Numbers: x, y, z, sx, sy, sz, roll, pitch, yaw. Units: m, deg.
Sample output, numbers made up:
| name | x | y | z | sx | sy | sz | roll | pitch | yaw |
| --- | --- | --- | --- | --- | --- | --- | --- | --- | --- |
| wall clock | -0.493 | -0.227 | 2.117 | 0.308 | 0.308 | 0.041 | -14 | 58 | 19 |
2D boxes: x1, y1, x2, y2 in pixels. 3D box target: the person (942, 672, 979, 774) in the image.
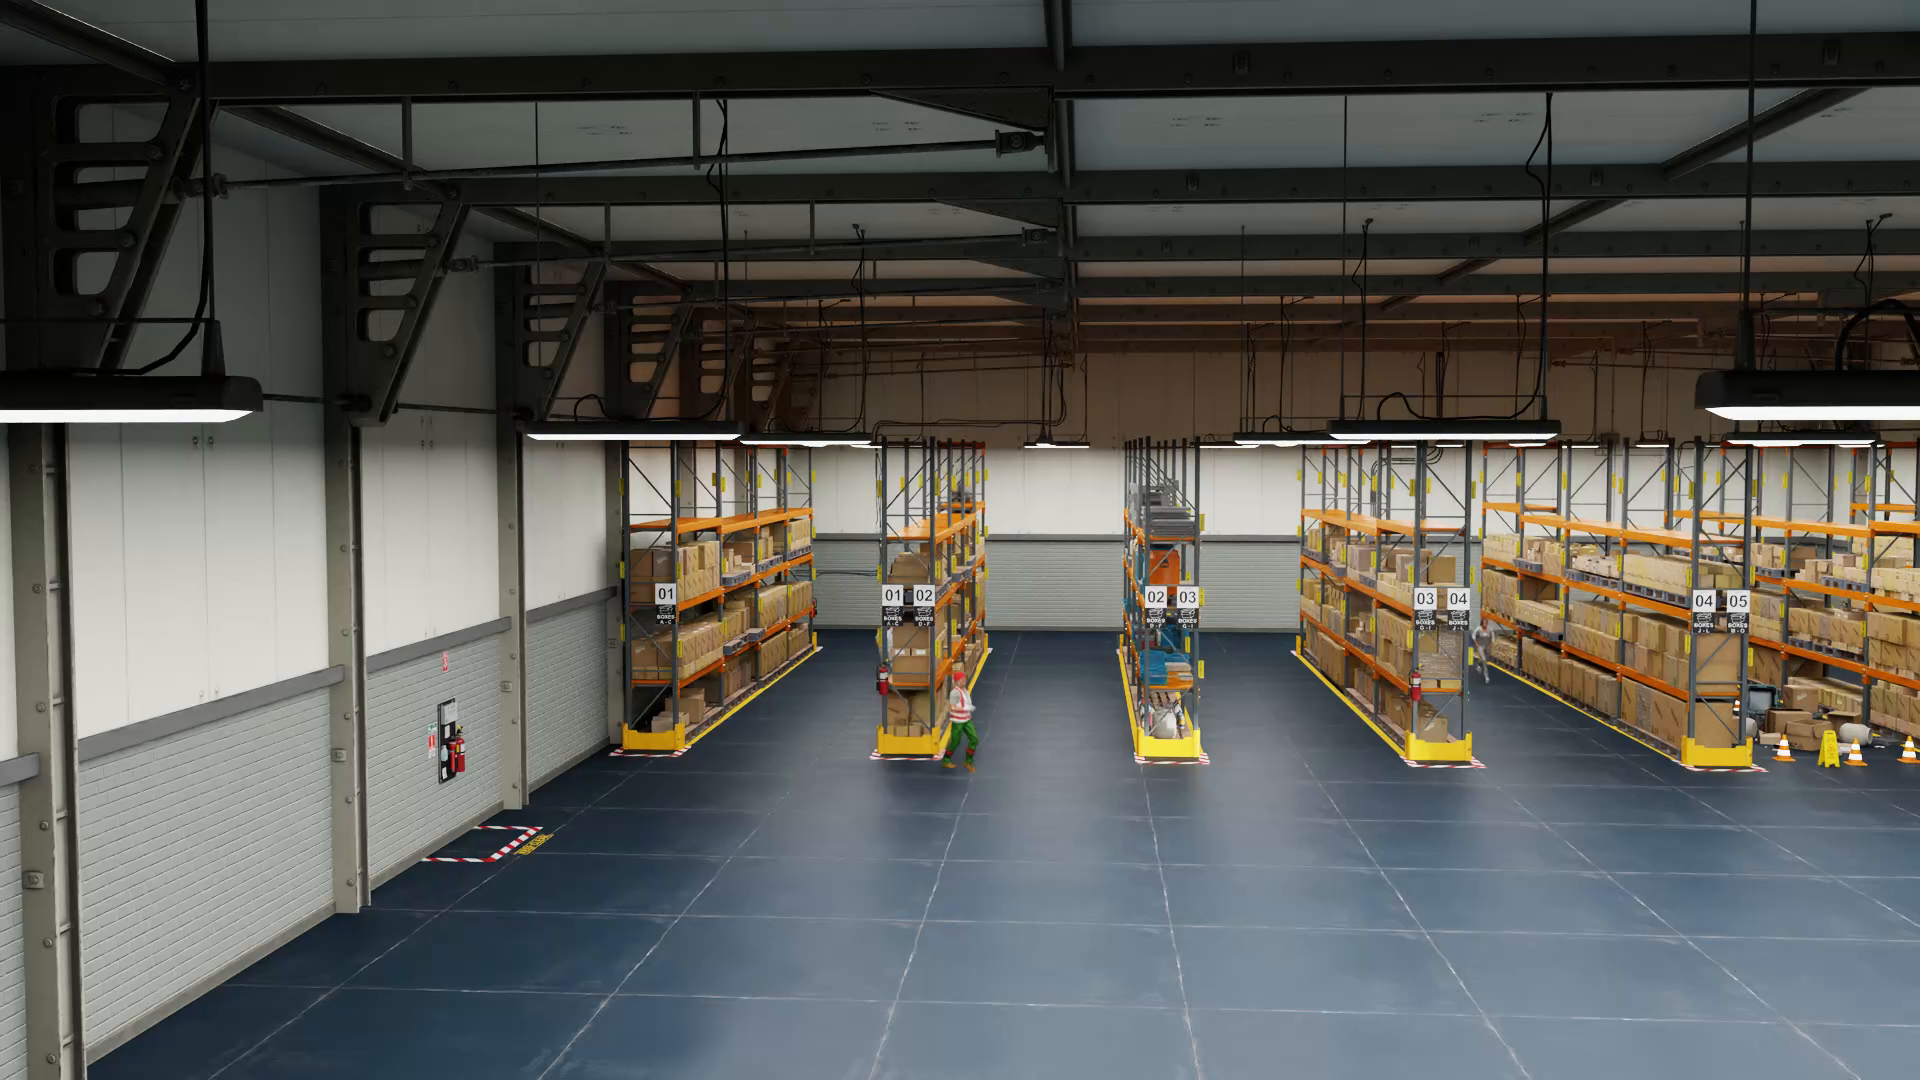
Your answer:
| name | x | y | z | sx | sy | sz | roll | pitch | yaw |
| --- | --- | --- | --- | --- | --- | --- | --- | --- | --- |
| person | 0.013 | 3.253 | 29.543 | 0.774 | 1.841 | 0.631 | 2 | 4 | 35 |

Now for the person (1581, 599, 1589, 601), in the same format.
| name | x | y | z | sx | sy | sz | roll | pitch | yaw |
| --- | --- | --- | --- | --- | --- | --- | --- | --- | --- |
| person | 16.931 | 2.483 | 45.032 | 0.625 | 1.766 | 0.746 | -1 | 3 | -12 |

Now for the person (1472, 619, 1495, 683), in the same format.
| name | x | y | z | sx | sy | sz | roll | pitch | yaw |
| --- | --- | --- | --- | --- | --- | --- | --- | --- | --- |
| person | 13.067 | 2.730 | 41.550 | 0.536 | 1.586 | 0.955 | 0 | 3 | 2 |

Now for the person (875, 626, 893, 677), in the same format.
| name | x | y | z | sx | sy | sz | roll | pitch | yaw |
| --- | --- | --- | --- | --- | --- | --- | --- | --- | --- |
| person | -1.788 | 2.742 | 40.719 | 0.590 | 1.623 | 0.542 | 0 | 3 | 0 |
